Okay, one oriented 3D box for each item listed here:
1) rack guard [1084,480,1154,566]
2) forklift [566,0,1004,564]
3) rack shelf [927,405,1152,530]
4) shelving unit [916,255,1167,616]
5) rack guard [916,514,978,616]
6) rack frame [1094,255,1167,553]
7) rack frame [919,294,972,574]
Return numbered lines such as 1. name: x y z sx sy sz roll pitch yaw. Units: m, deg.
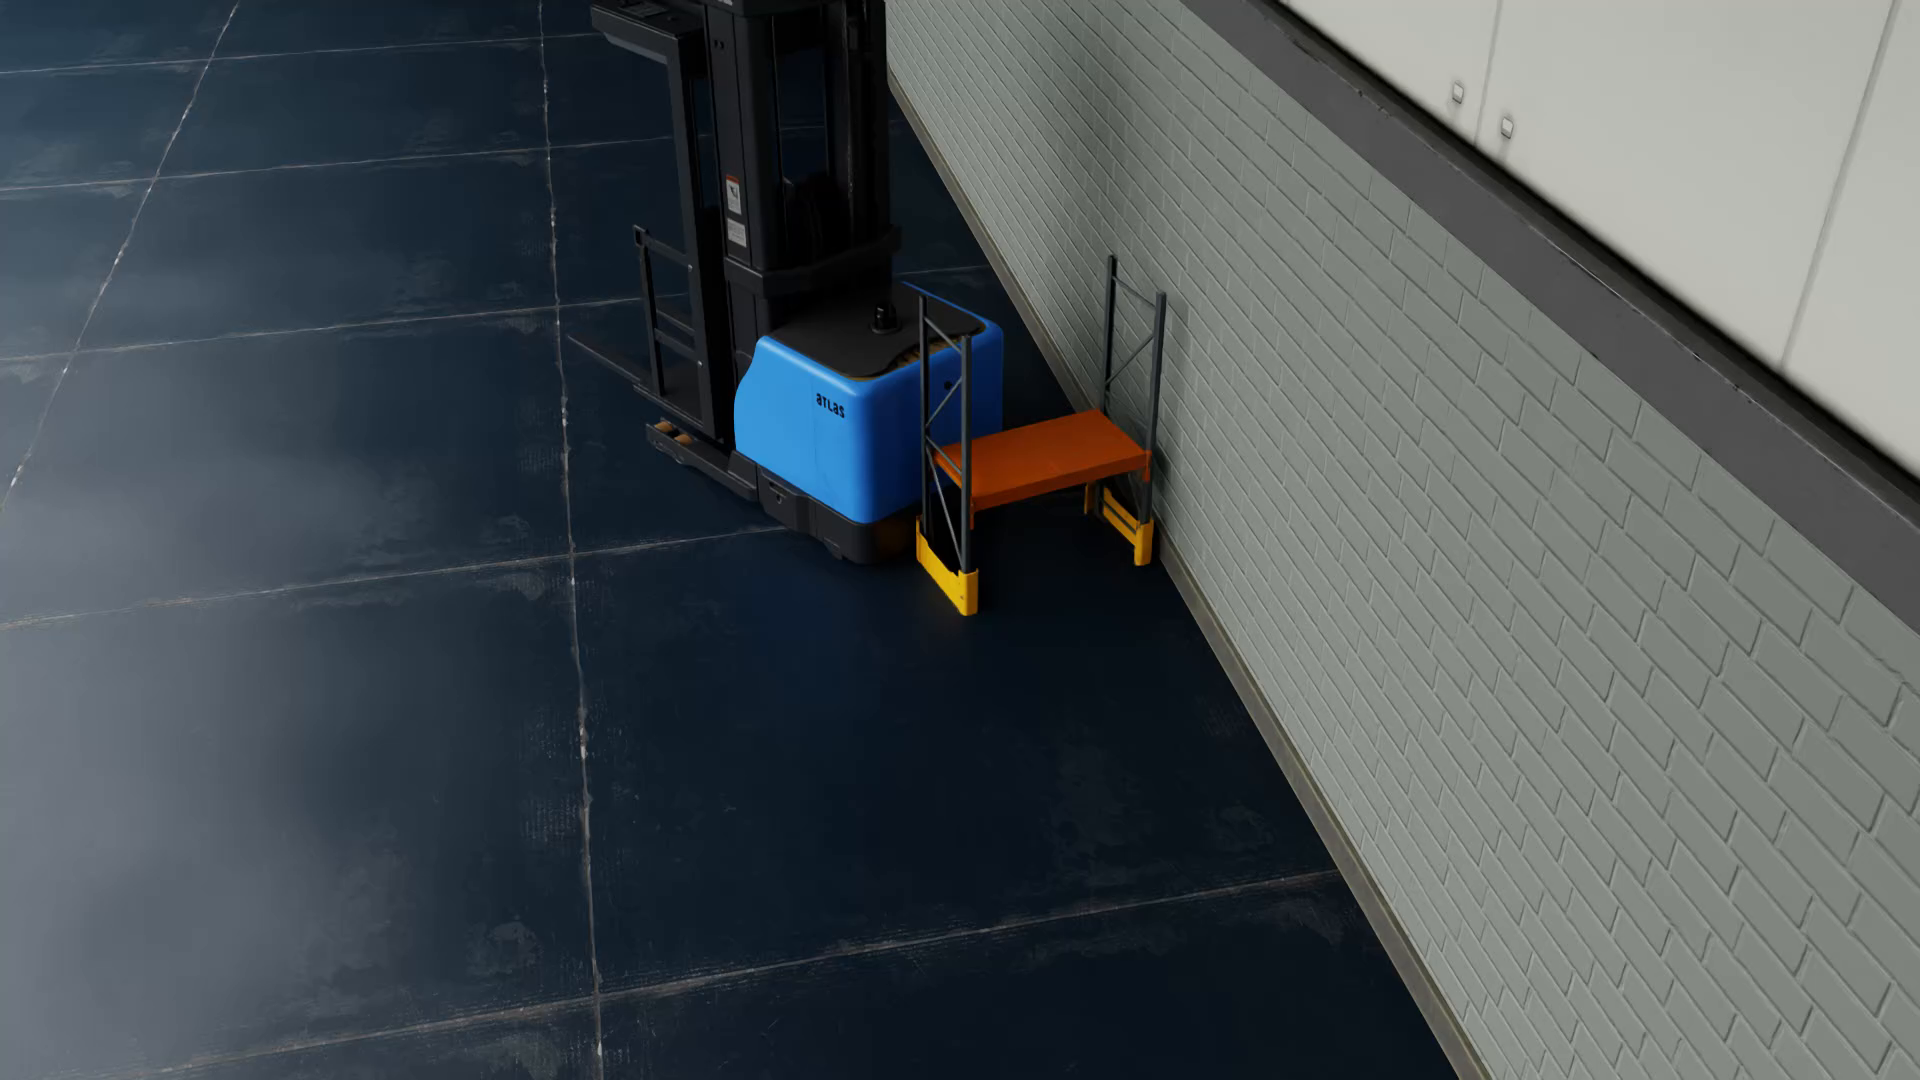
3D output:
1. rack guard: 0.828 -0.123 8.709 0.087 0.250 0.587 -15 37 -21
2. forklift: -1.142 -1.821 8.833 1.130 2.935 3.031 -28 43 -35
3. rack shelf: 0.388 -0.374 8.284 1.000 0.185 0.538 -15 37 -21
4. shelving unit: 0.379 -0.521 8.181 1.083 1.500 0.587 -15 37 -21
5. rack guard: -0.069 0.119 8.348 0.087 0.250 0.587 -15 37 -21
6. rack frame: 0.845 -0.647 8.368 0.032 1.500 0.500 -15 37 -21
7. rack frame: -0.070 -0.400 8.000 0.032 1.500 0.500 -15 37 -21
